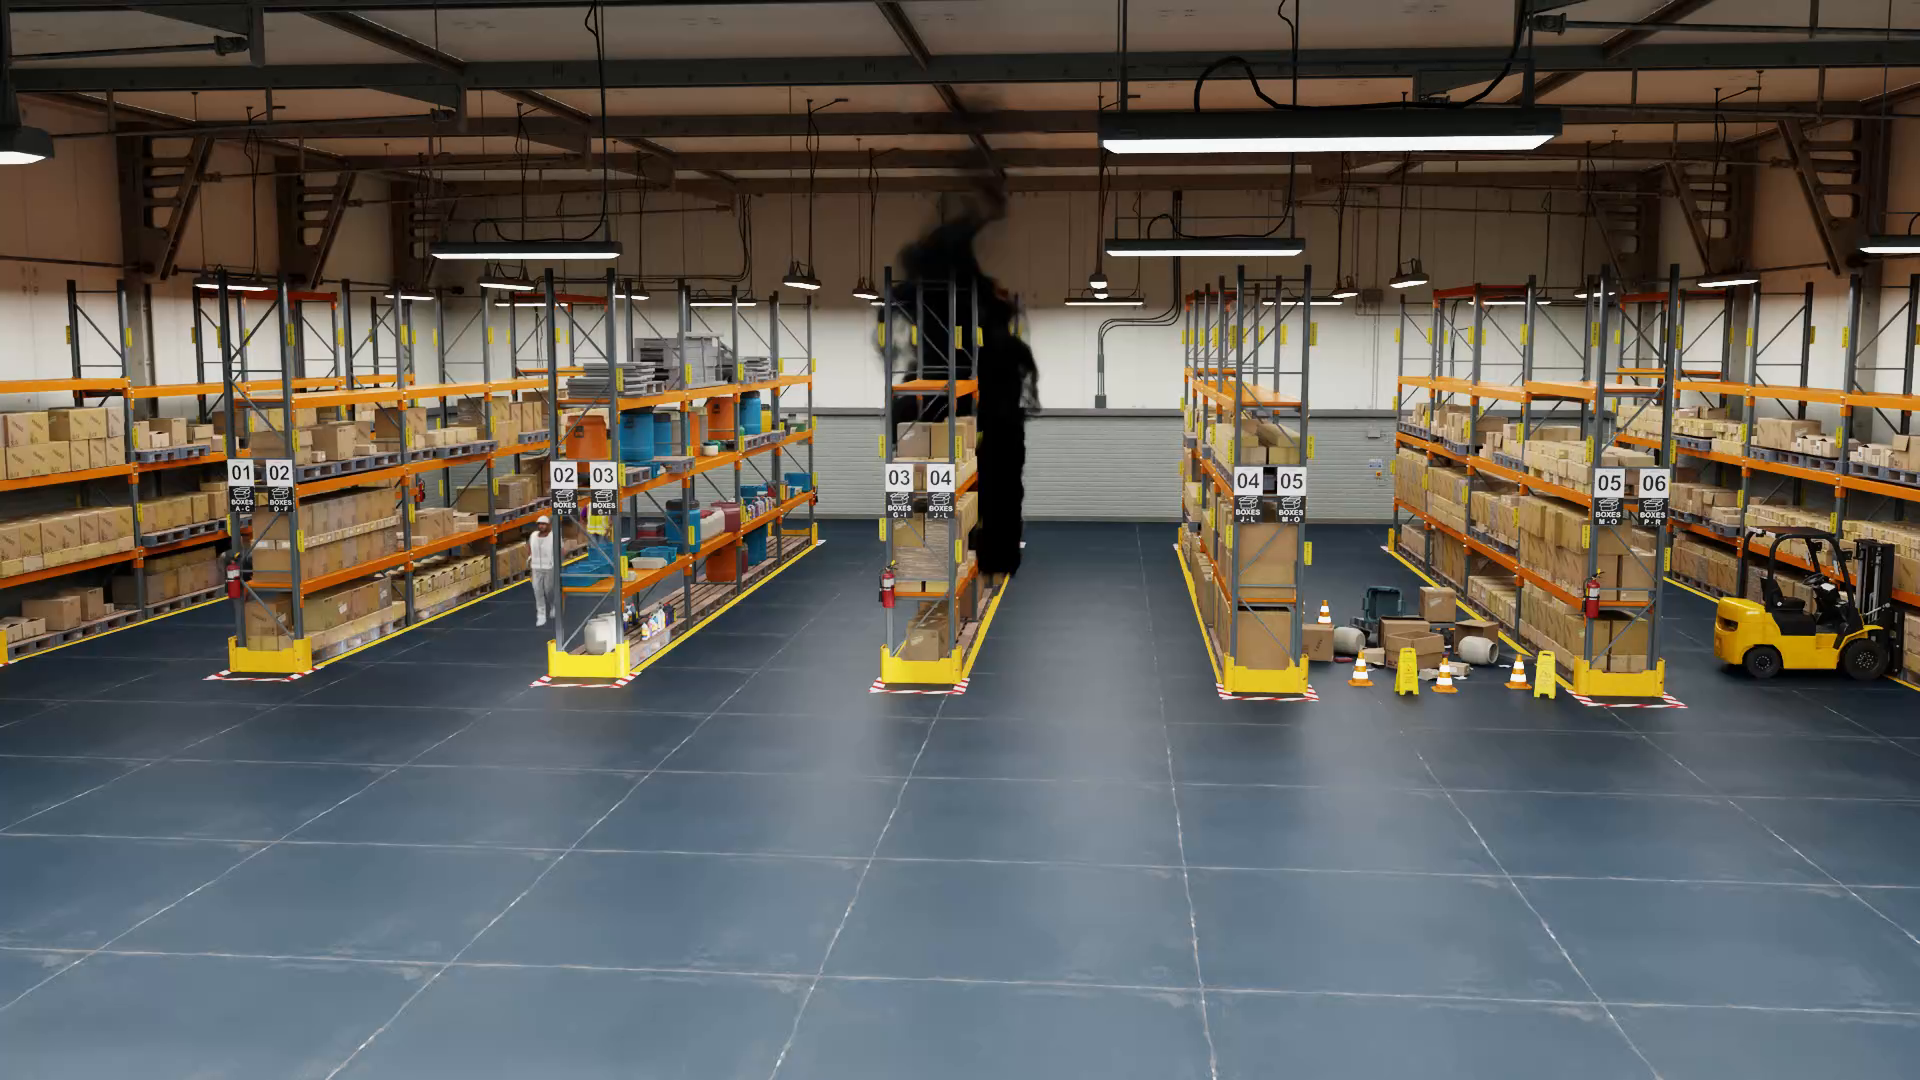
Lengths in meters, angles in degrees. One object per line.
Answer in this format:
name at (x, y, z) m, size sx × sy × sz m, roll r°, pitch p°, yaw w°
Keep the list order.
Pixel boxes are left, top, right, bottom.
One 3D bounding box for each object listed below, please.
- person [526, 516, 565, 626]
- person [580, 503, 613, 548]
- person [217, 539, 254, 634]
person at (-6.912, 0.493, 27.629) m, size 0.681 × 1.793 × 0.796 m, roll 1°, pitch 7°, yaw 5°
person at (-7.139, -0.119, 32.710) m, size 0.714 × 1.750 × 0.577 m, roll 0°, pitch 7°, yaw -1°
person at (-12.027, 0.797, 27.703) m, size 0.637 × 1.760 × 0.711 m, roll 0°, pitch 7°, yaw -4°
